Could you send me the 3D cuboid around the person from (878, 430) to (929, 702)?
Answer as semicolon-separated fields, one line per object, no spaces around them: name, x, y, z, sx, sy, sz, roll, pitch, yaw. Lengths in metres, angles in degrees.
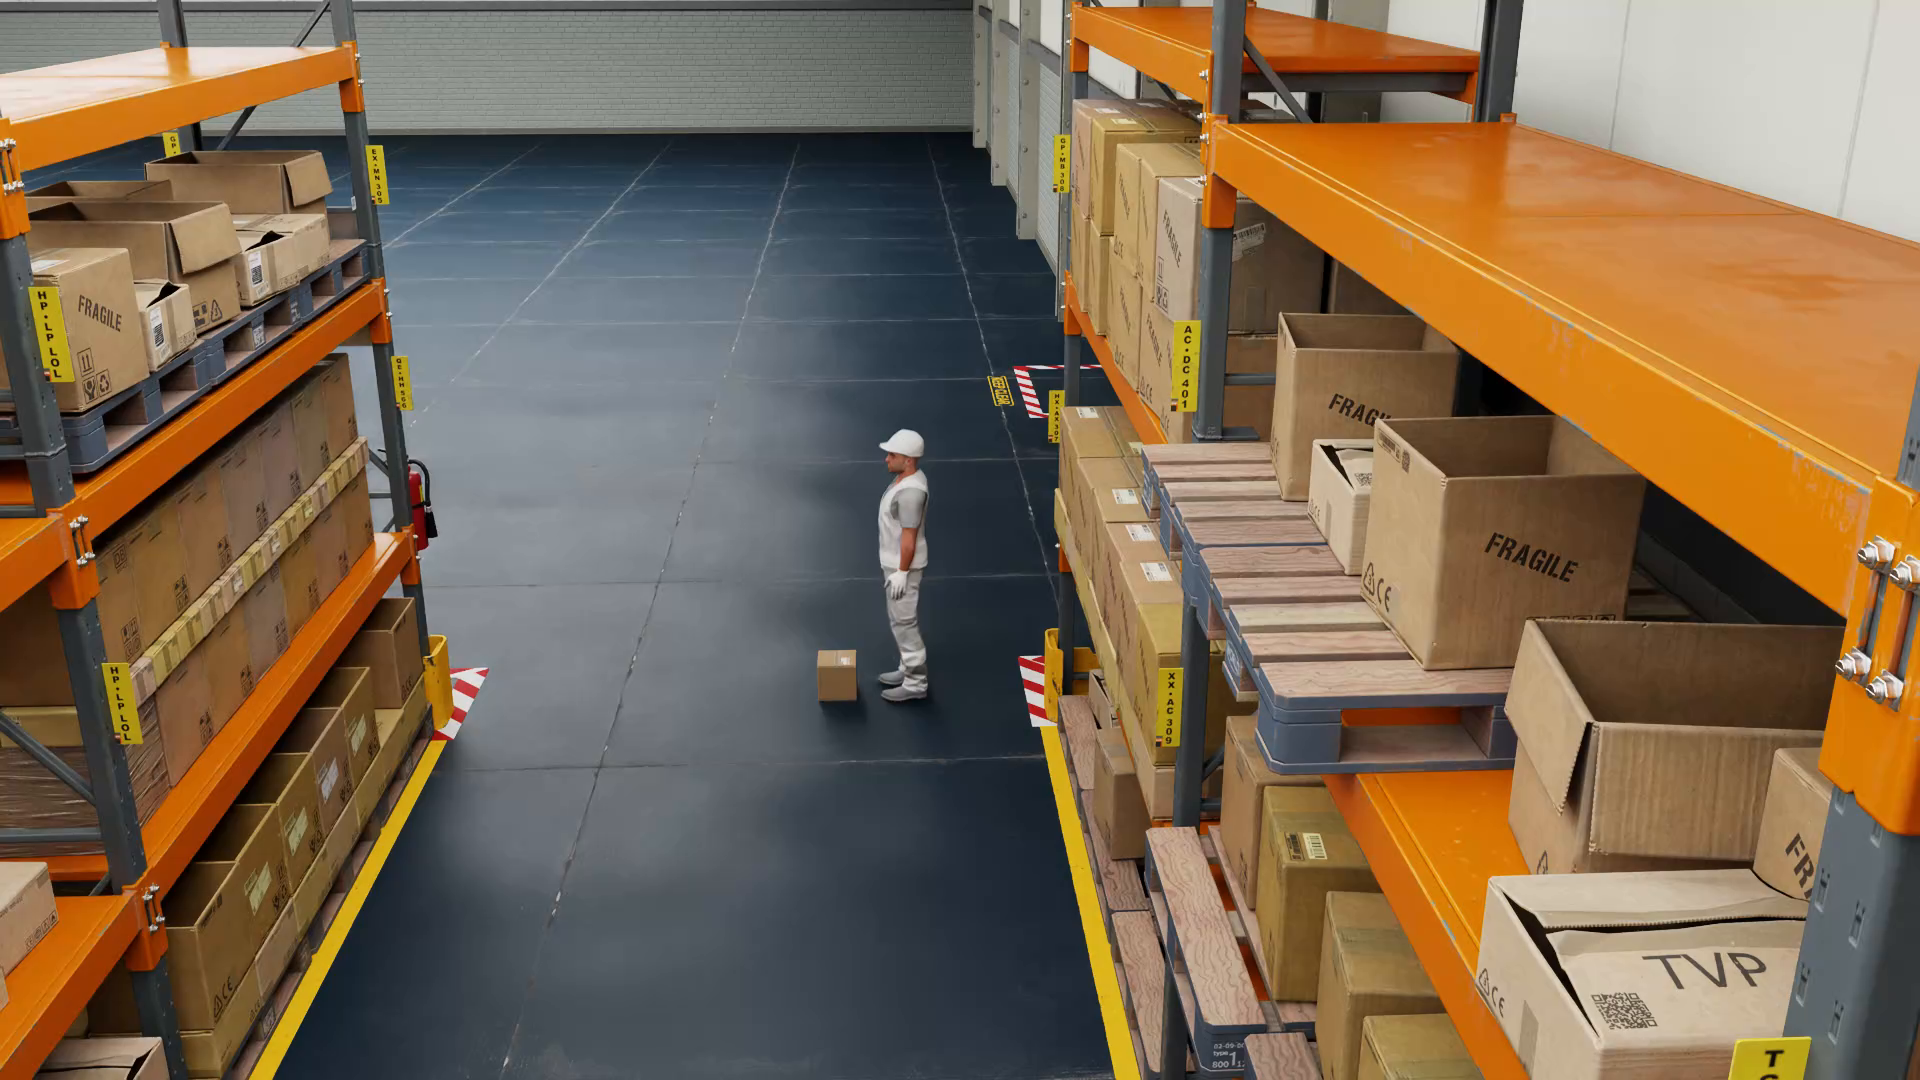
person;-0.362;0.157;10.615;0.341;1.787;0.523;-1;20;-4
